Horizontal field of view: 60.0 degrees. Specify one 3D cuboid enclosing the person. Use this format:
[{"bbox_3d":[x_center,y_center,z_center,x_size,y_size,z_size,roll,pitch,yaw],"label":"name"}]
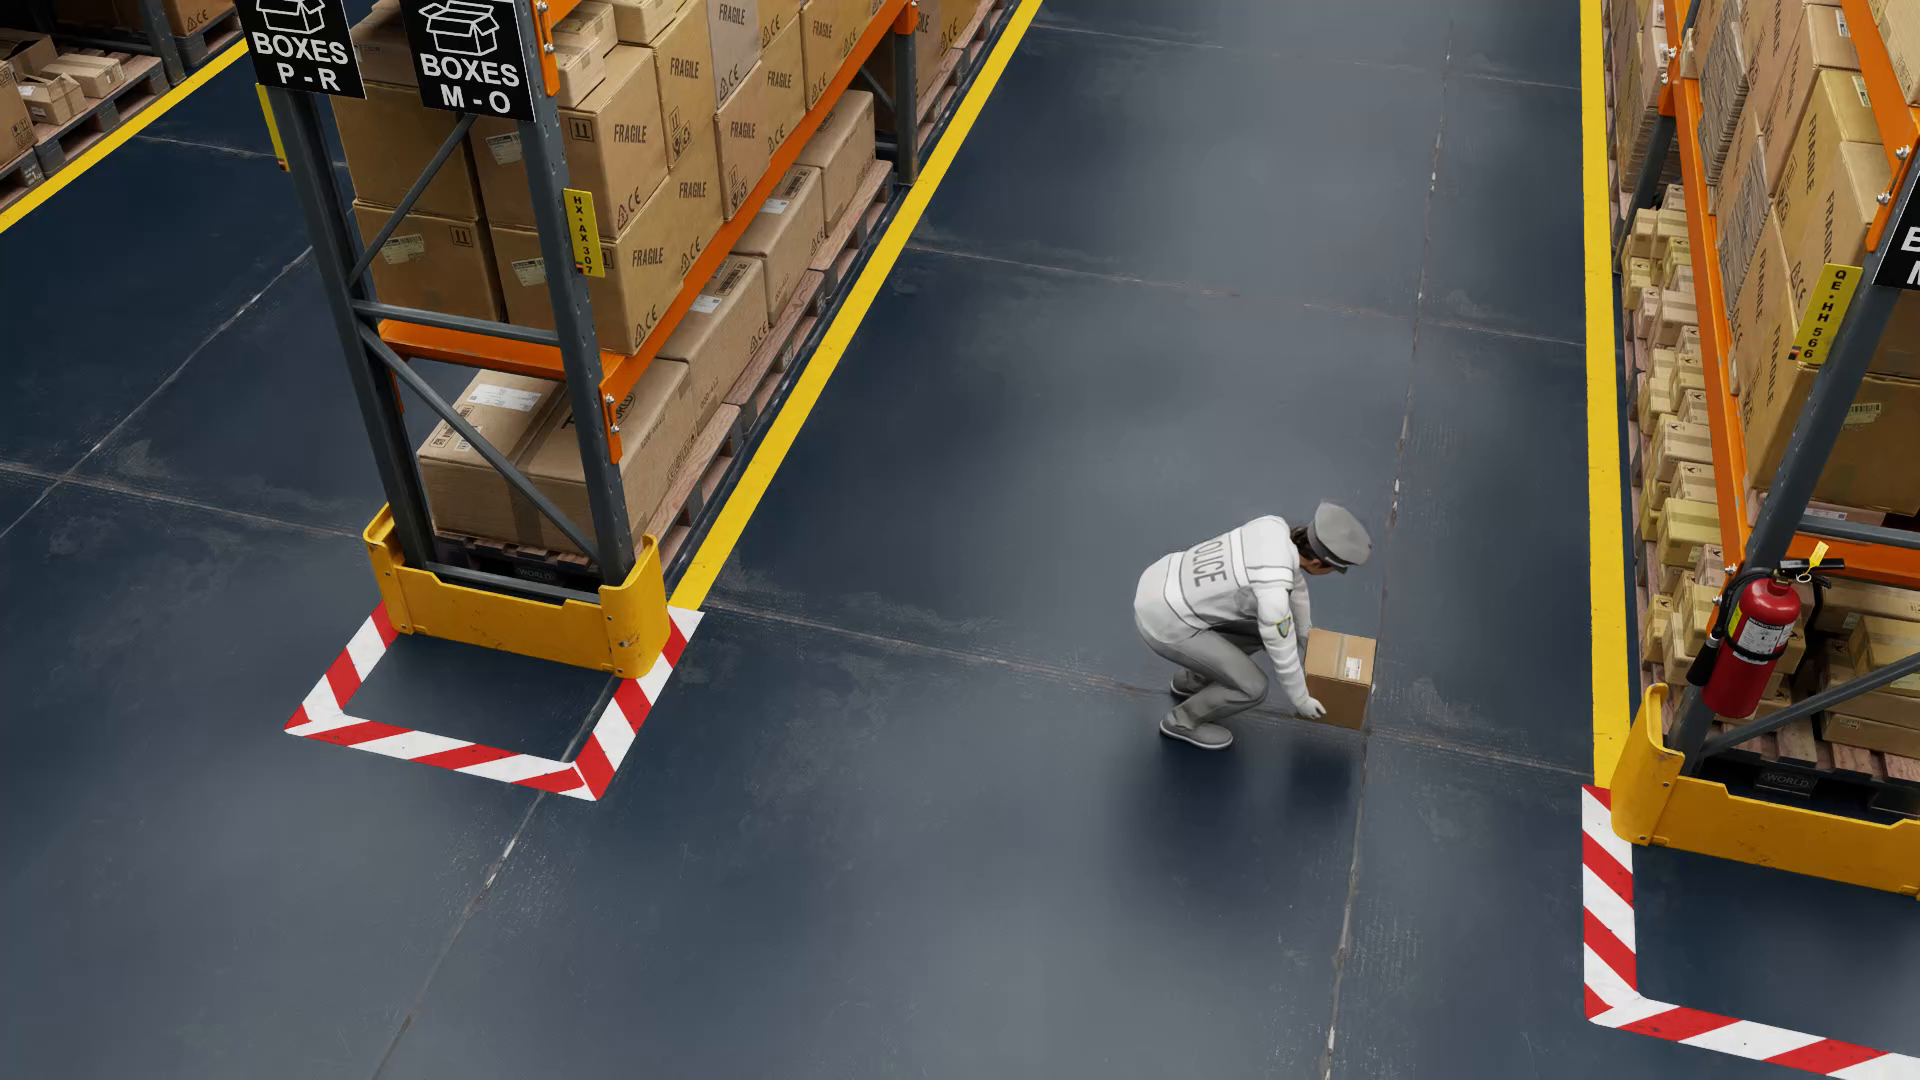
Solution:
[{"bbox_3d":[1.073,0.290,6.282,0.815,1.070,0.505,10,42,11],"label":"person"}]
